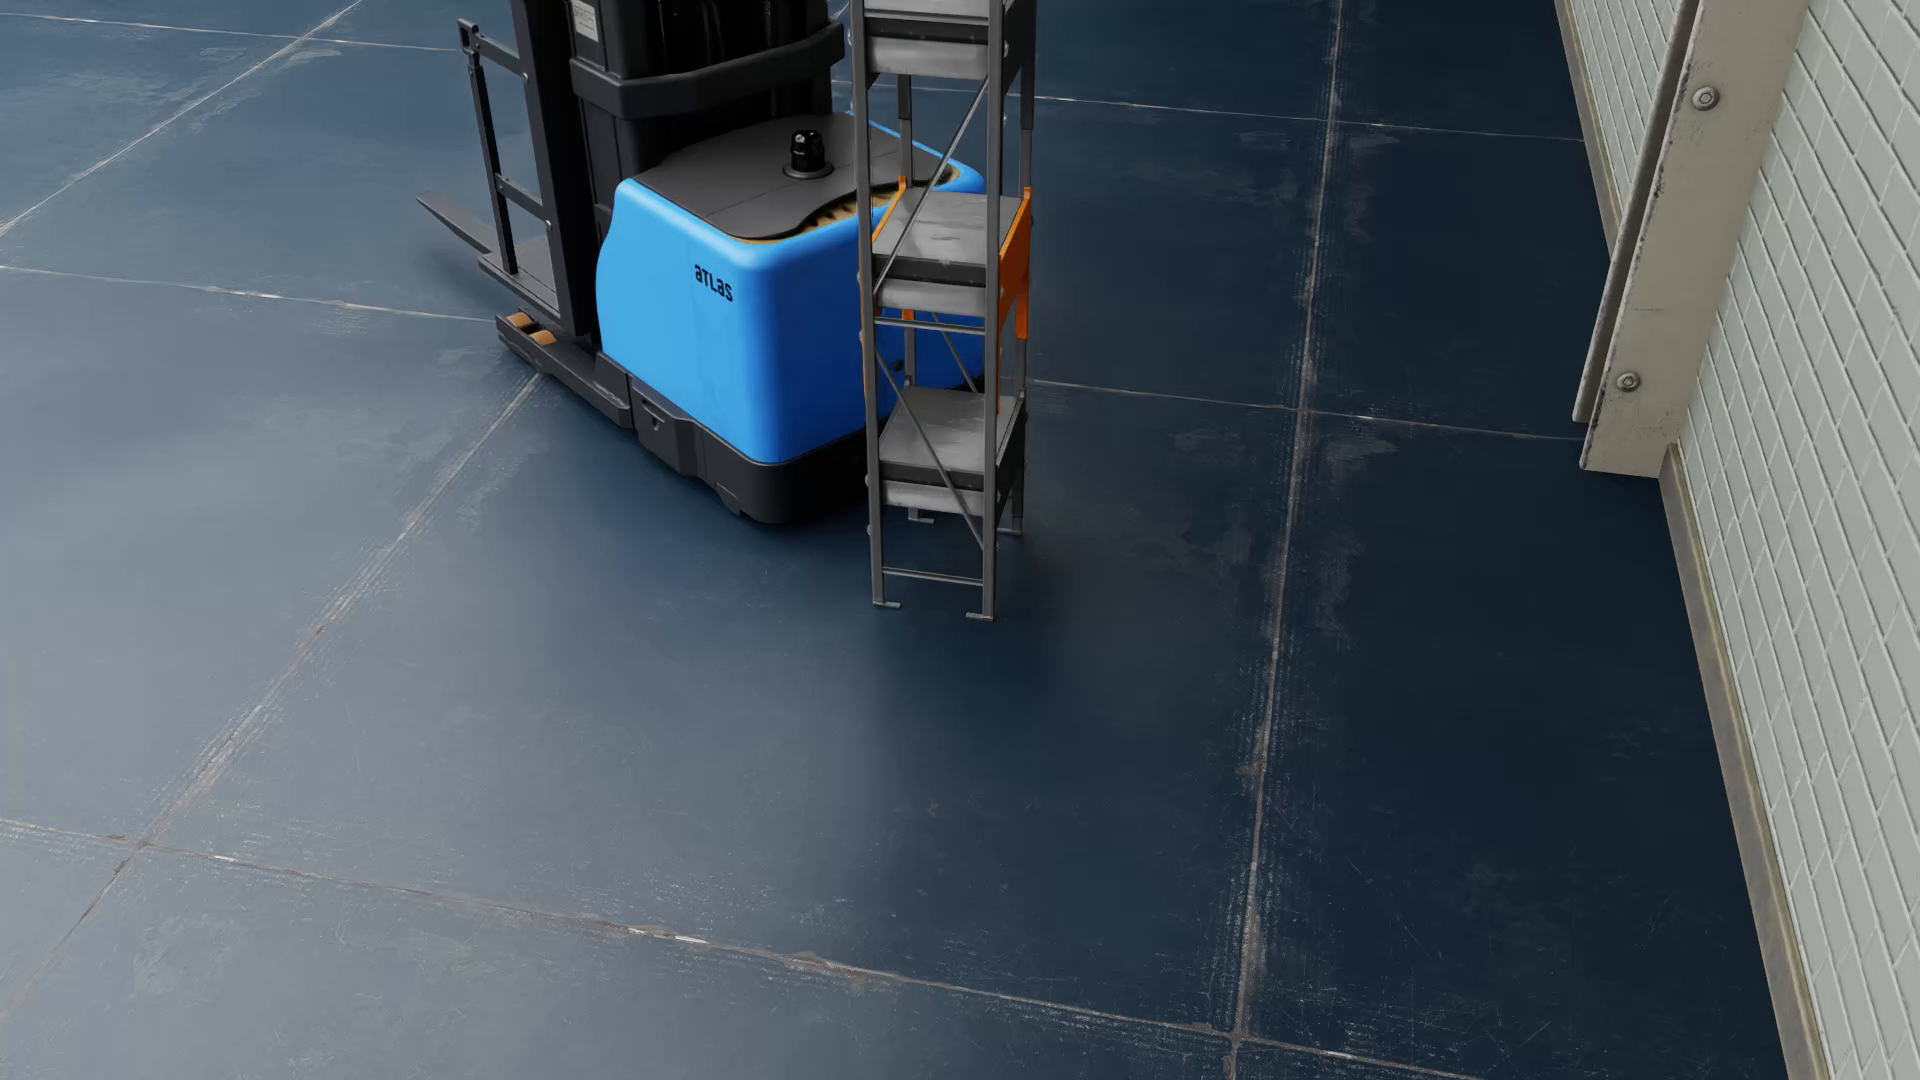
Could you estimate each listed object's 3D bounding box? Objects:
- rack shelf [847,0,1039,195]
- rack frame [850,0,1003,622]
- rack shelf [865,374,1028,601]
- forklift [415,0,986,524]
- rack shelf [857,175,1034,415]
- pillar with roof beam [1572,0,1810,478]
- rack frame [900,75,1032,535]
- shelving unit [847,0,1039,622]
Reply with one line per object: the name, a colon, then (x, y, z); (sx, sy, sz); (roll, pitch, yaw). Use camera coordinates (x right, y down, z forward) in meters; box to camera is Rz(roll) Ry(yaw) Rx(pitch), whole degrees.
rack shelf: (-0.035, -1.311, 4.600); (0.431, 0.518, 0.480); (7, 37, 10)
rack frame: (-0.087, -0.615, 4.810); (0.400, 2.100, 0.015); (7, 37, 10)
rack shelf: (-0.035, -0.177, 5.422); (0.431, 0.518, 0.480); (7, 37, 10)
forklift: (-1.235, -2.032, 6.056); (1.130, 2.935, 3.031); (-27, 44, -32)
rack shelf: (-0.035, -0.744, 5.011); (0.431, 0.518, 0.480); (7, 37, 10)
pillar with roof beam: (-1.732, -4.538, 4.343); (9.100, 9.000, 0.400); (7, 37, 10)
rack frame: (0.017, -0.895, 5.196); (0.400, 2.100, 0.015); (7, 37, 10)
shelving unit: (-0.035, -0.755, 5.003); (0.431, 2.100, 0.503); (7, 37, 10)
